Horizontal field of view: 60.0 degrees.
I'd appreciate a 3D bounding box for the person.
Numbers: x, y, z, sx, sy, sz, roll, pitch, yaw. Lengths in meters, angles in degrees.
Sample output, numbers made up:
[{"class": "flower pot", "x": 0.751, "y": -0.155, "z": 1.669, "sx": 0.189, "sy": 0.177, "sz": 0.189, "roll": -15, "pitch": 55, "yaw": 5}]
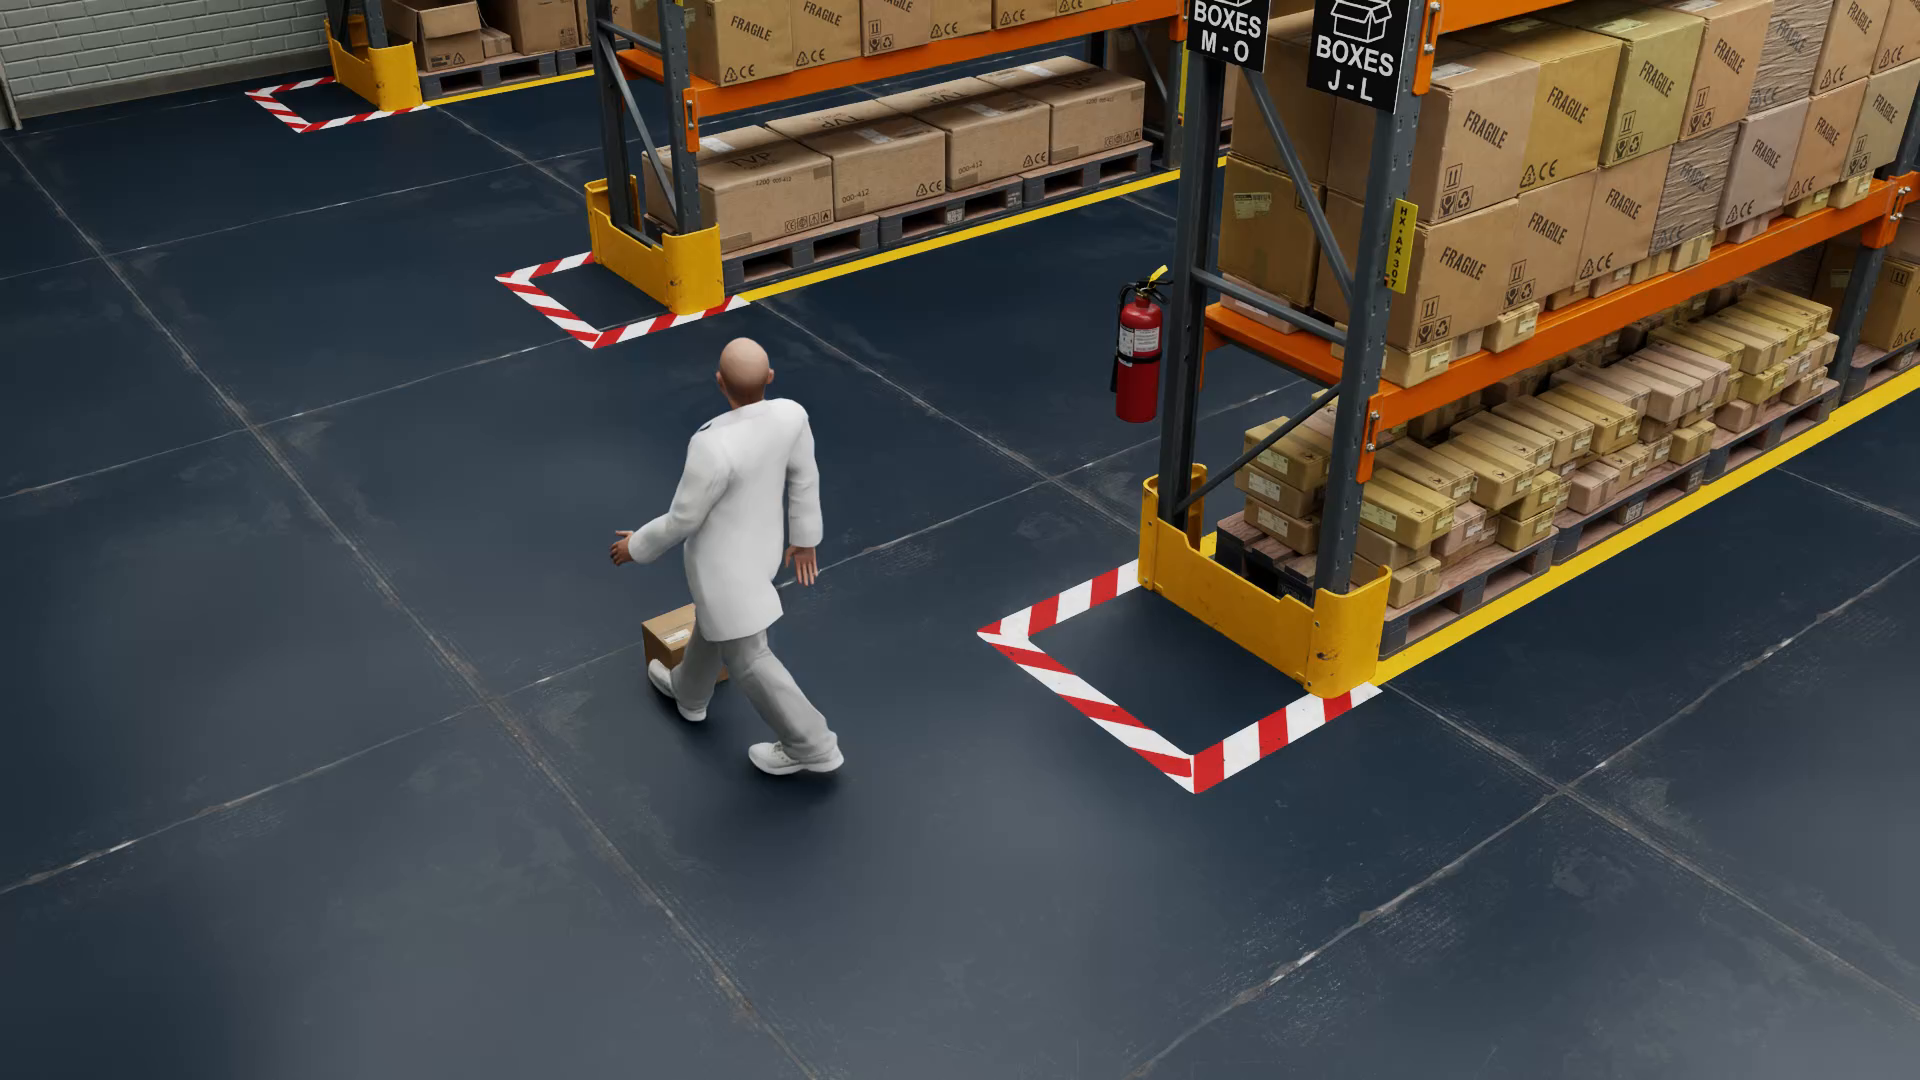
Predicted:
[{"class": "person", "x": -0.888, "y": 0.039, "z": 6.106, "sx": 1.033, "sy": 1.729, "sz": 0.642, "roll": 18, "pitch": 36, "yaw": 26}]
